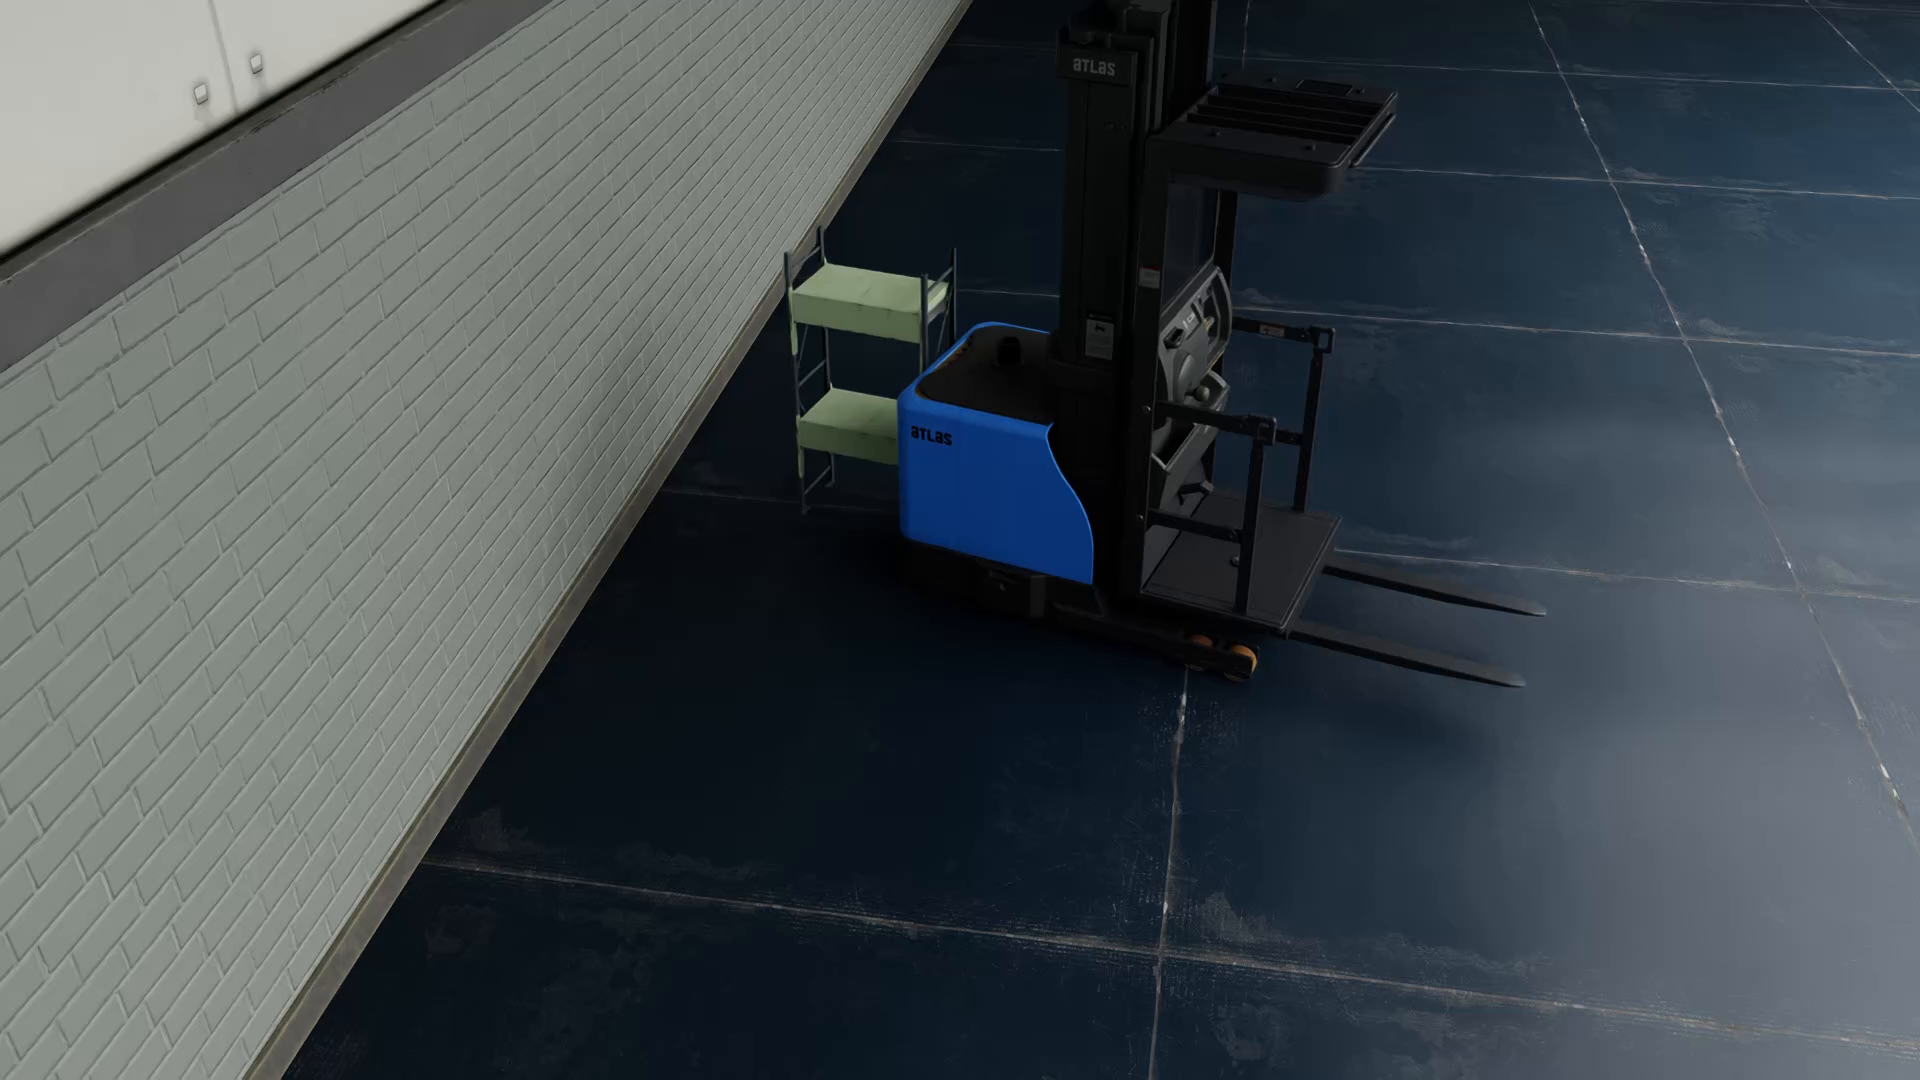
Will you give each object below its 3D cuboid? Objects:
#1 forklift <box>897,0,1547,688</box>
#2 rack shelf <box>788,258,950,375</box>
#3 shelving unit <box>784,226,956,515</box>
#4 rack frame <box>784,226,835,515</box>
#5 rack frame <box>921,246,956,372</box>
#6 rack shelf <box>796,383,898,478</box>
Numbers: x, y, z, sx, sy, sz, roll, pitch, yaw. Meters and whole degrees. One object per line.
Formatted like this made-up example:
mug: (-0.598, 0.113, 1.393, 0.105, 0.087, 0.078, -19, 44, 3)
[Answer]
forklift: (1.246, -0.910, 7.441, 3.031, 2.935, 1.130, 14, 35, 21)
rack shelf: (-0.444, -1.127, 8.401, 0.720, 0.370, 0.431, 12, 34, 18)
shelving unit: (-0.444, -0.796, 8.608, 0.755, 1.500, 0.431, 12, 34, 18)
rack frame: (-0.783, -0.869, 8.724, 0.023, 1.500, 0.400, 12, 34, 18)
rack frame: (-0.104, -0.724, 8.493, 0.023, 1.500, 0.400, 12, 34, 18)
rack shelf: (-0.444, -0.520, 8.781, 0.720, 0.370, 0.431, 12, 34, 18)
